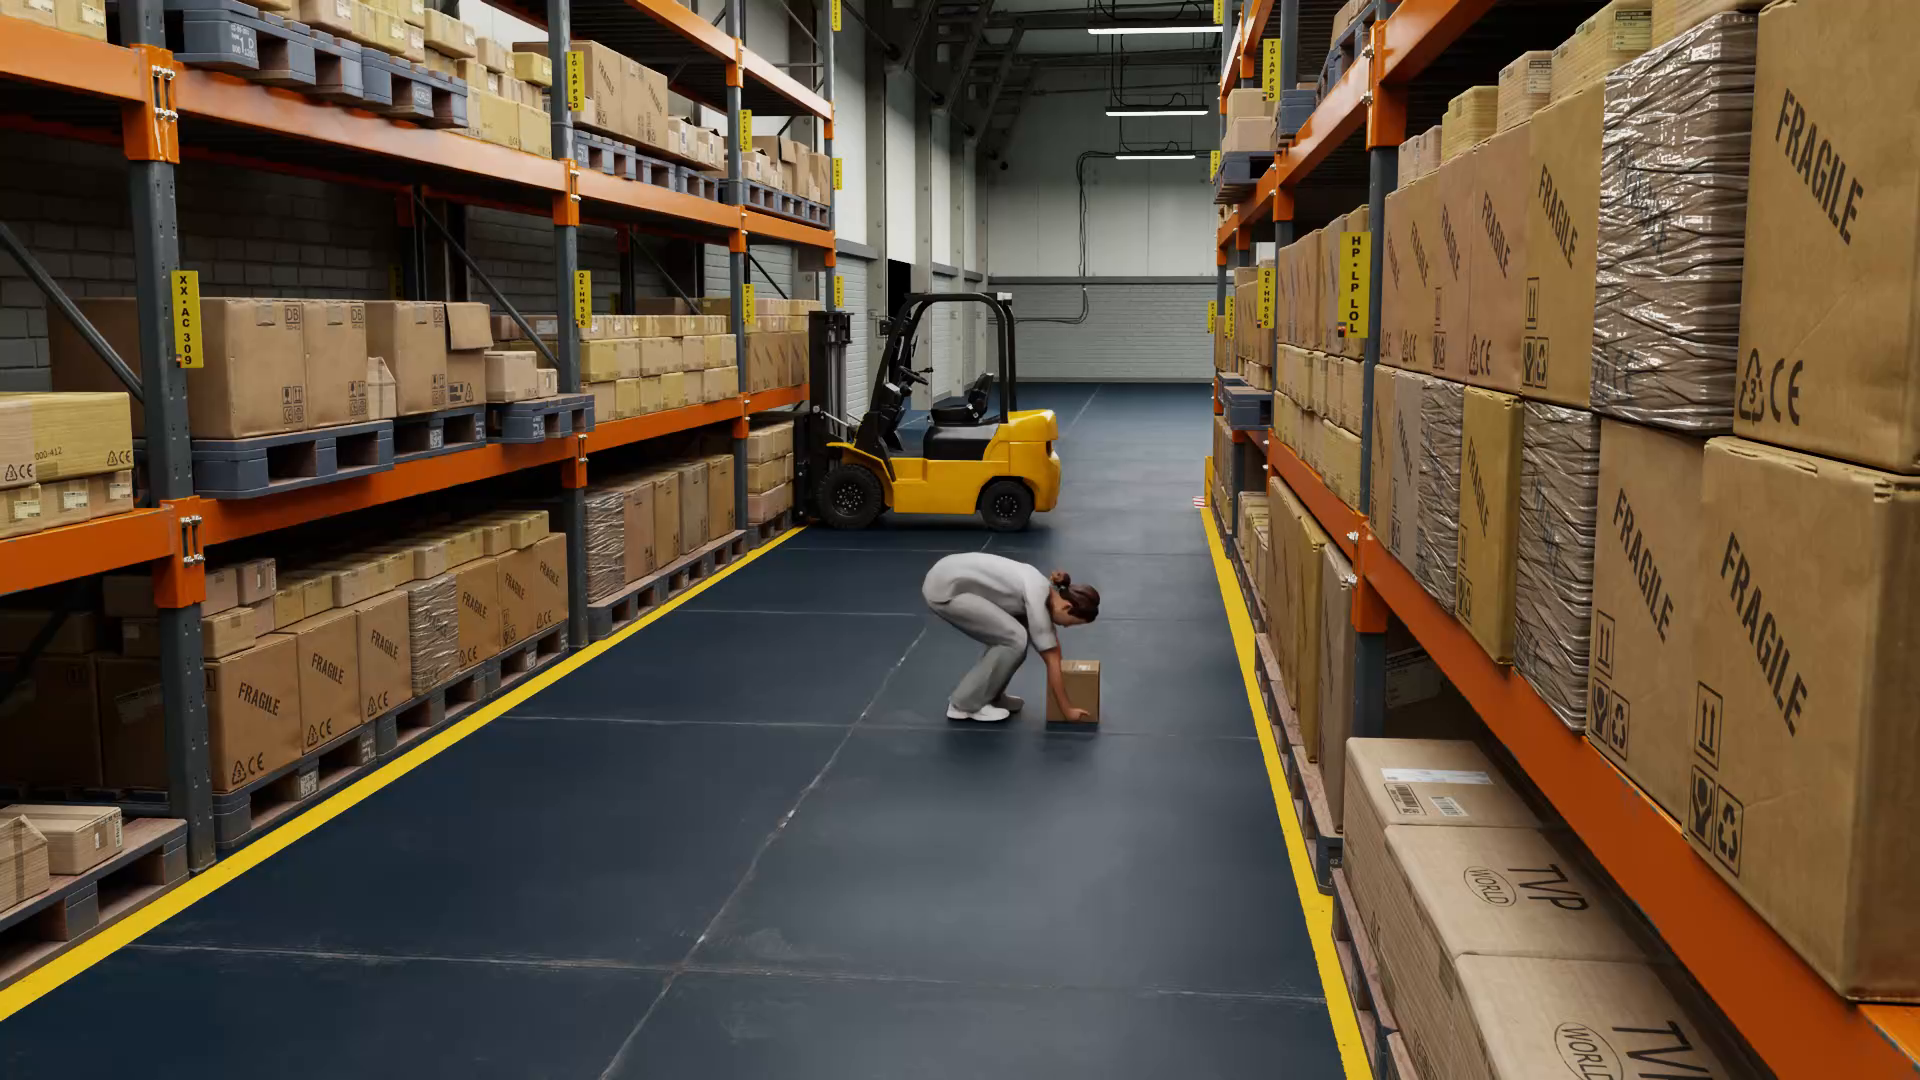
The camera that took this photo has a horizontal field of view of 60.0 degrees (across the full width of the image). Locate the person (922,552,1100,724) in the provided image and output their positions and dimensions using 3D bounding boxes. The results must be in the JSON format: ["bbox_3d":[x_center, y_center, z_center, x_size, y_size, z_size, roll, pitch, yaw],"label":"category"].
[{"bbox_3d":[0.250,0.506,8.129,0.861,0.755,0.464,1,8,4],"label":"person"}]
